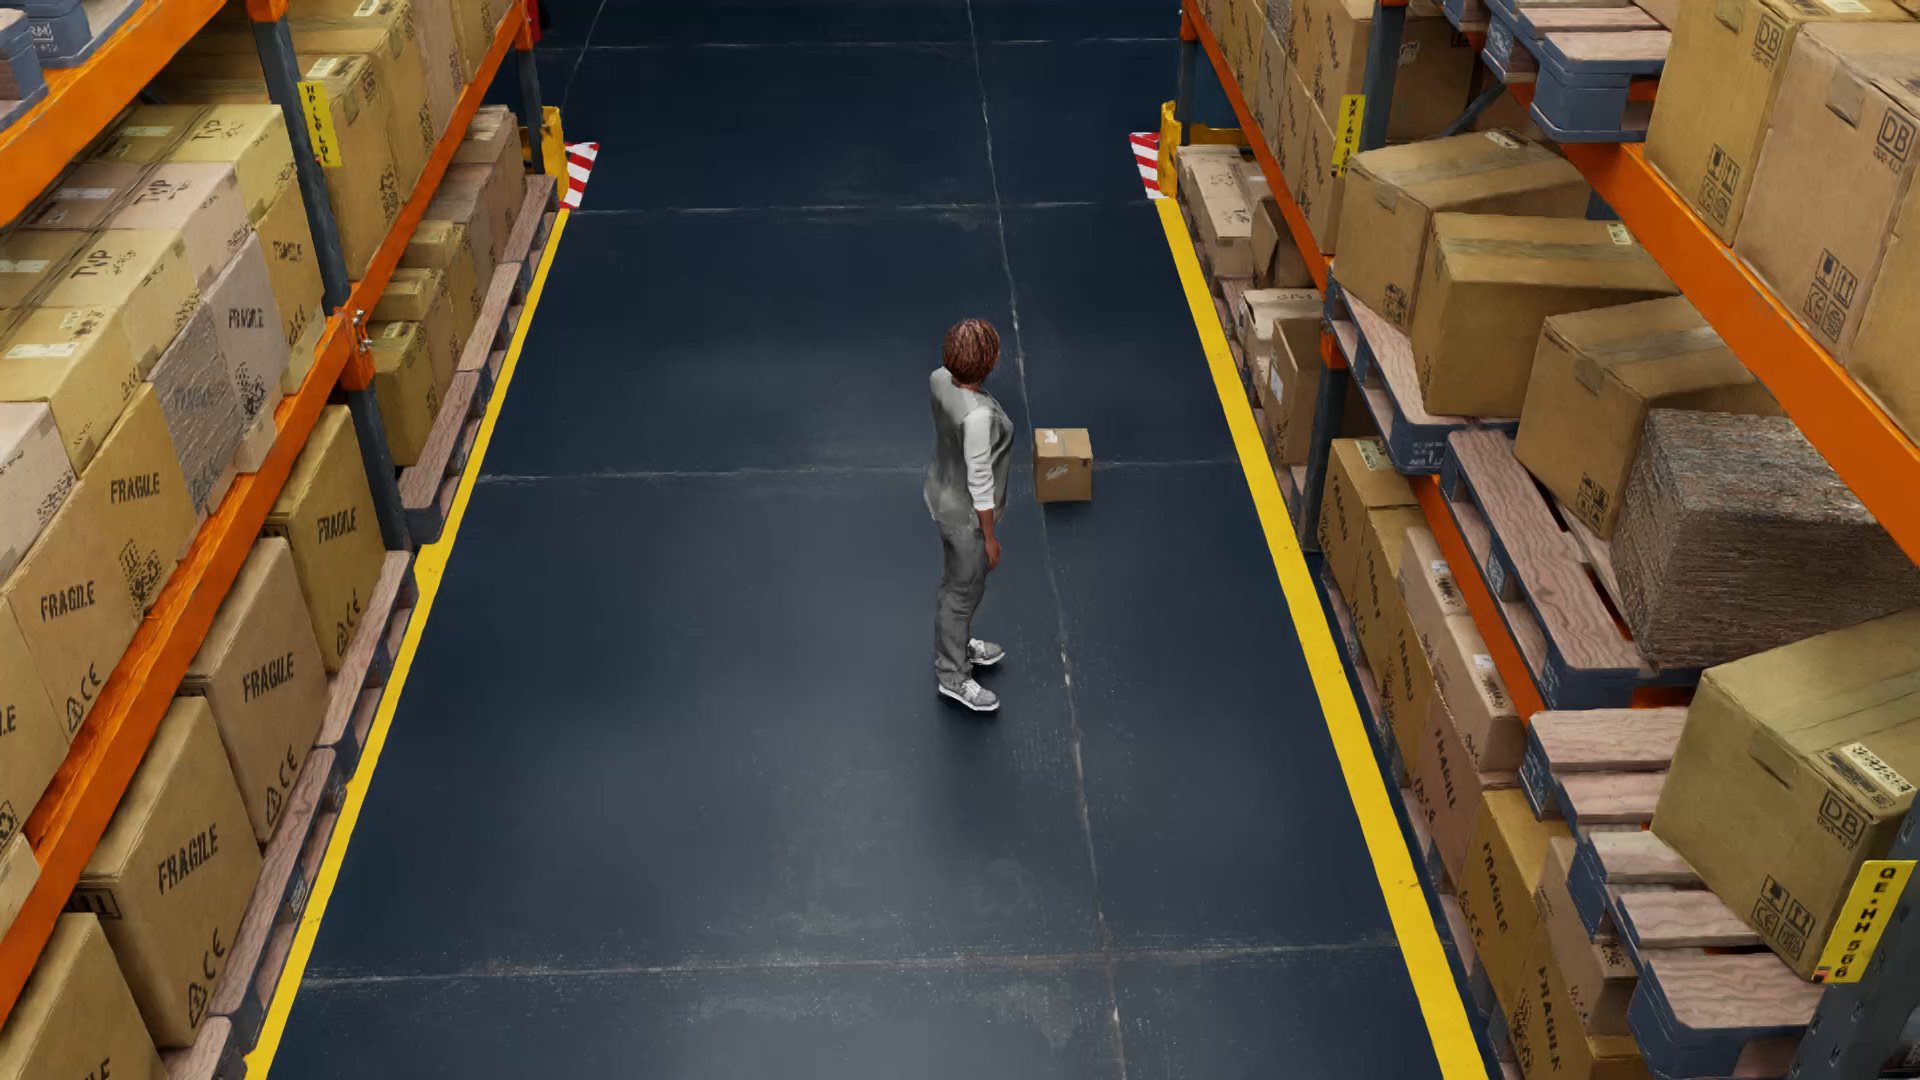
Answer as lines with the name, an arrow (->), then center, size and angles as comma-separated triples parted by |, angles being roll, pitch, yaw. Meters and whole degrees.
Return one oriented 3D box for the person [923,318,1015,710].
person -> 0.039, -0.104, 6.258 | 0.331, 1.606, 0.488 | -9, 37, -12
